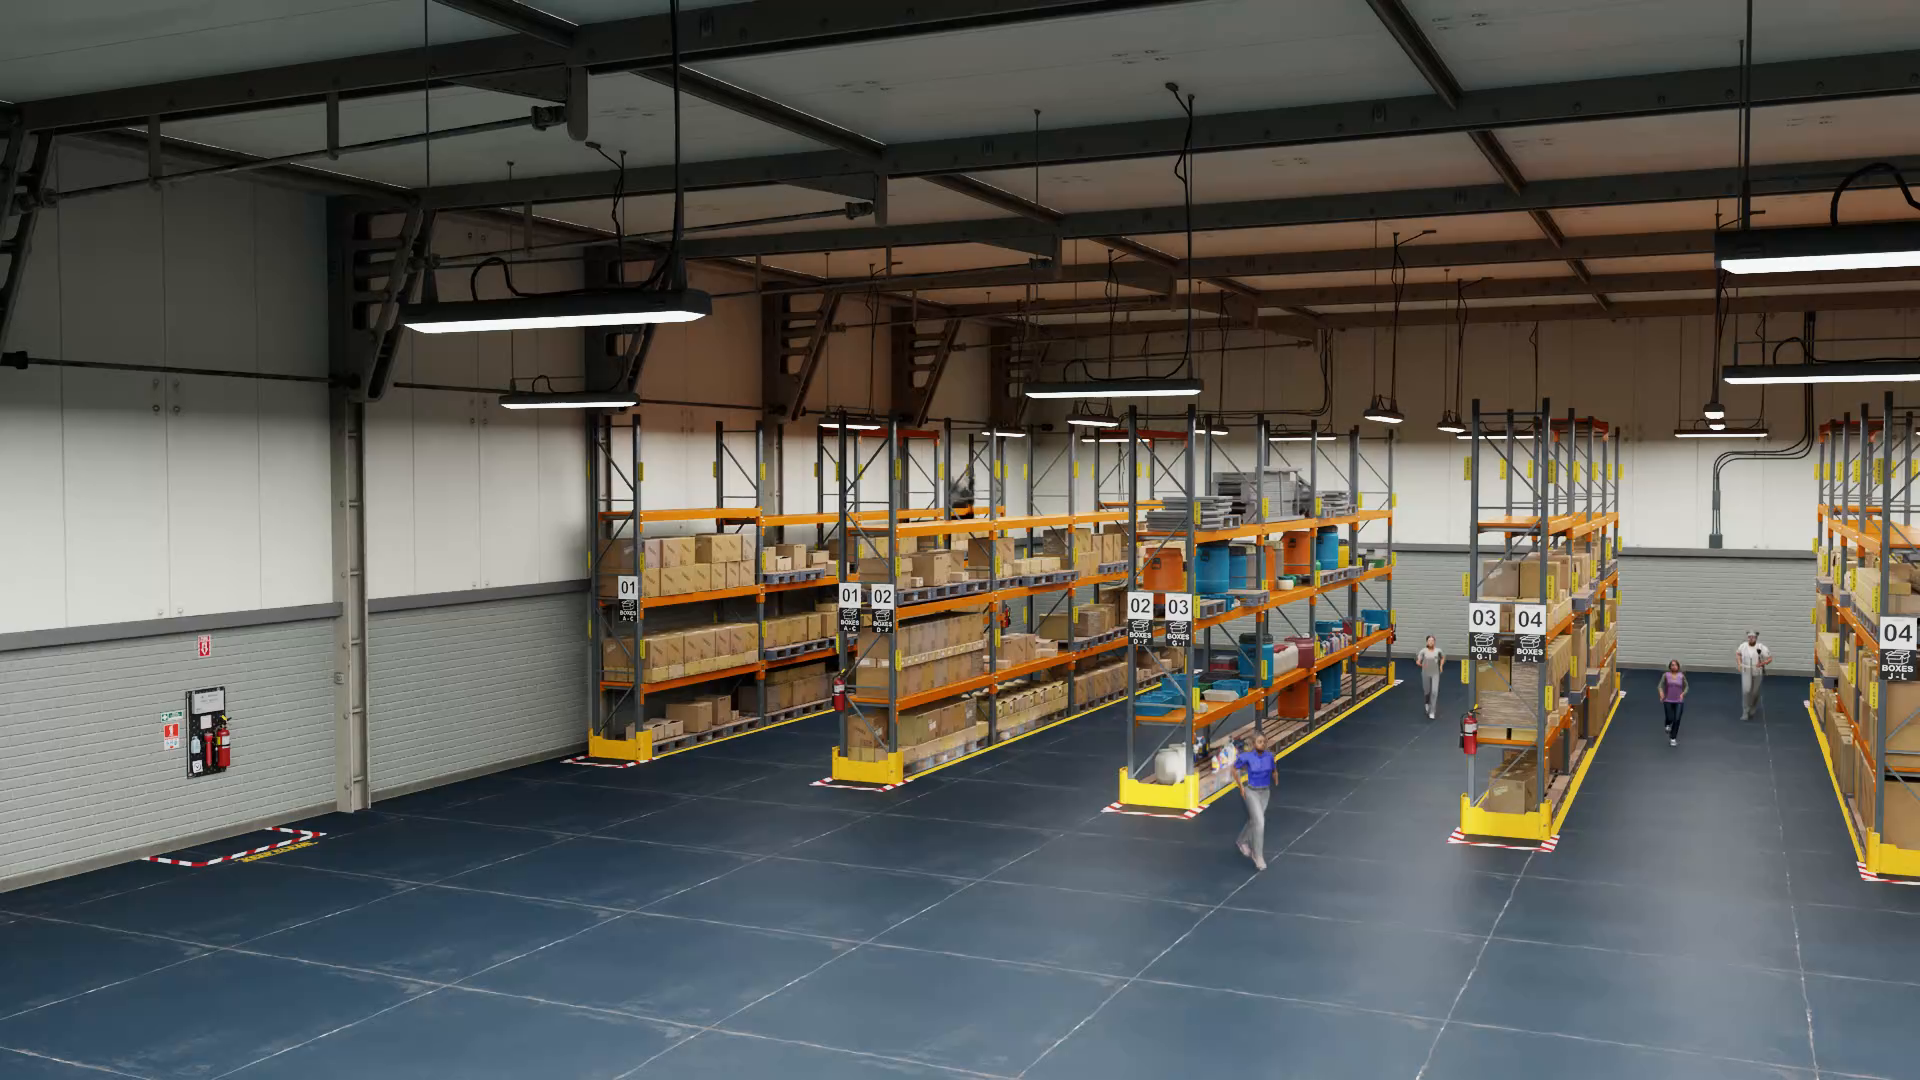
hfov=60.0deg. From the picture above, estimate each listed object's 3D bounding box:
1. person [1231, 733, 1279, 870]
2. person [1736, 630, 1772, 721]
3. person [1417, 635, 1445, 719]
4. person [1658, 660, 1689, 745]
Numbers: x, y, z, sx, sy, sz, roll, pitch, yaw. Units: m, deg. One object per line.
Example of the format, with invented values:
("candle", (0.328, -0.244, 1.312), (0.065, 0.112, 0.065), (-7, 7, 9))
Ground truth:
("person", (3.784, 3.301, 21.279), (0.573, 1.705, 0.761), (-1, 3, -27))
("person", (16.107, 2.734, 33.750), (0.669, 1.846, 0.833), (1, 3, 28))
("person", (9.590, 2.769, 33.874), (0.568, 1.664, 0.934), (1, 2, 12))
("person", (13.117, 2.977, 30.574), (0.537, 1.560, 0.549), (1, 2, 19))
